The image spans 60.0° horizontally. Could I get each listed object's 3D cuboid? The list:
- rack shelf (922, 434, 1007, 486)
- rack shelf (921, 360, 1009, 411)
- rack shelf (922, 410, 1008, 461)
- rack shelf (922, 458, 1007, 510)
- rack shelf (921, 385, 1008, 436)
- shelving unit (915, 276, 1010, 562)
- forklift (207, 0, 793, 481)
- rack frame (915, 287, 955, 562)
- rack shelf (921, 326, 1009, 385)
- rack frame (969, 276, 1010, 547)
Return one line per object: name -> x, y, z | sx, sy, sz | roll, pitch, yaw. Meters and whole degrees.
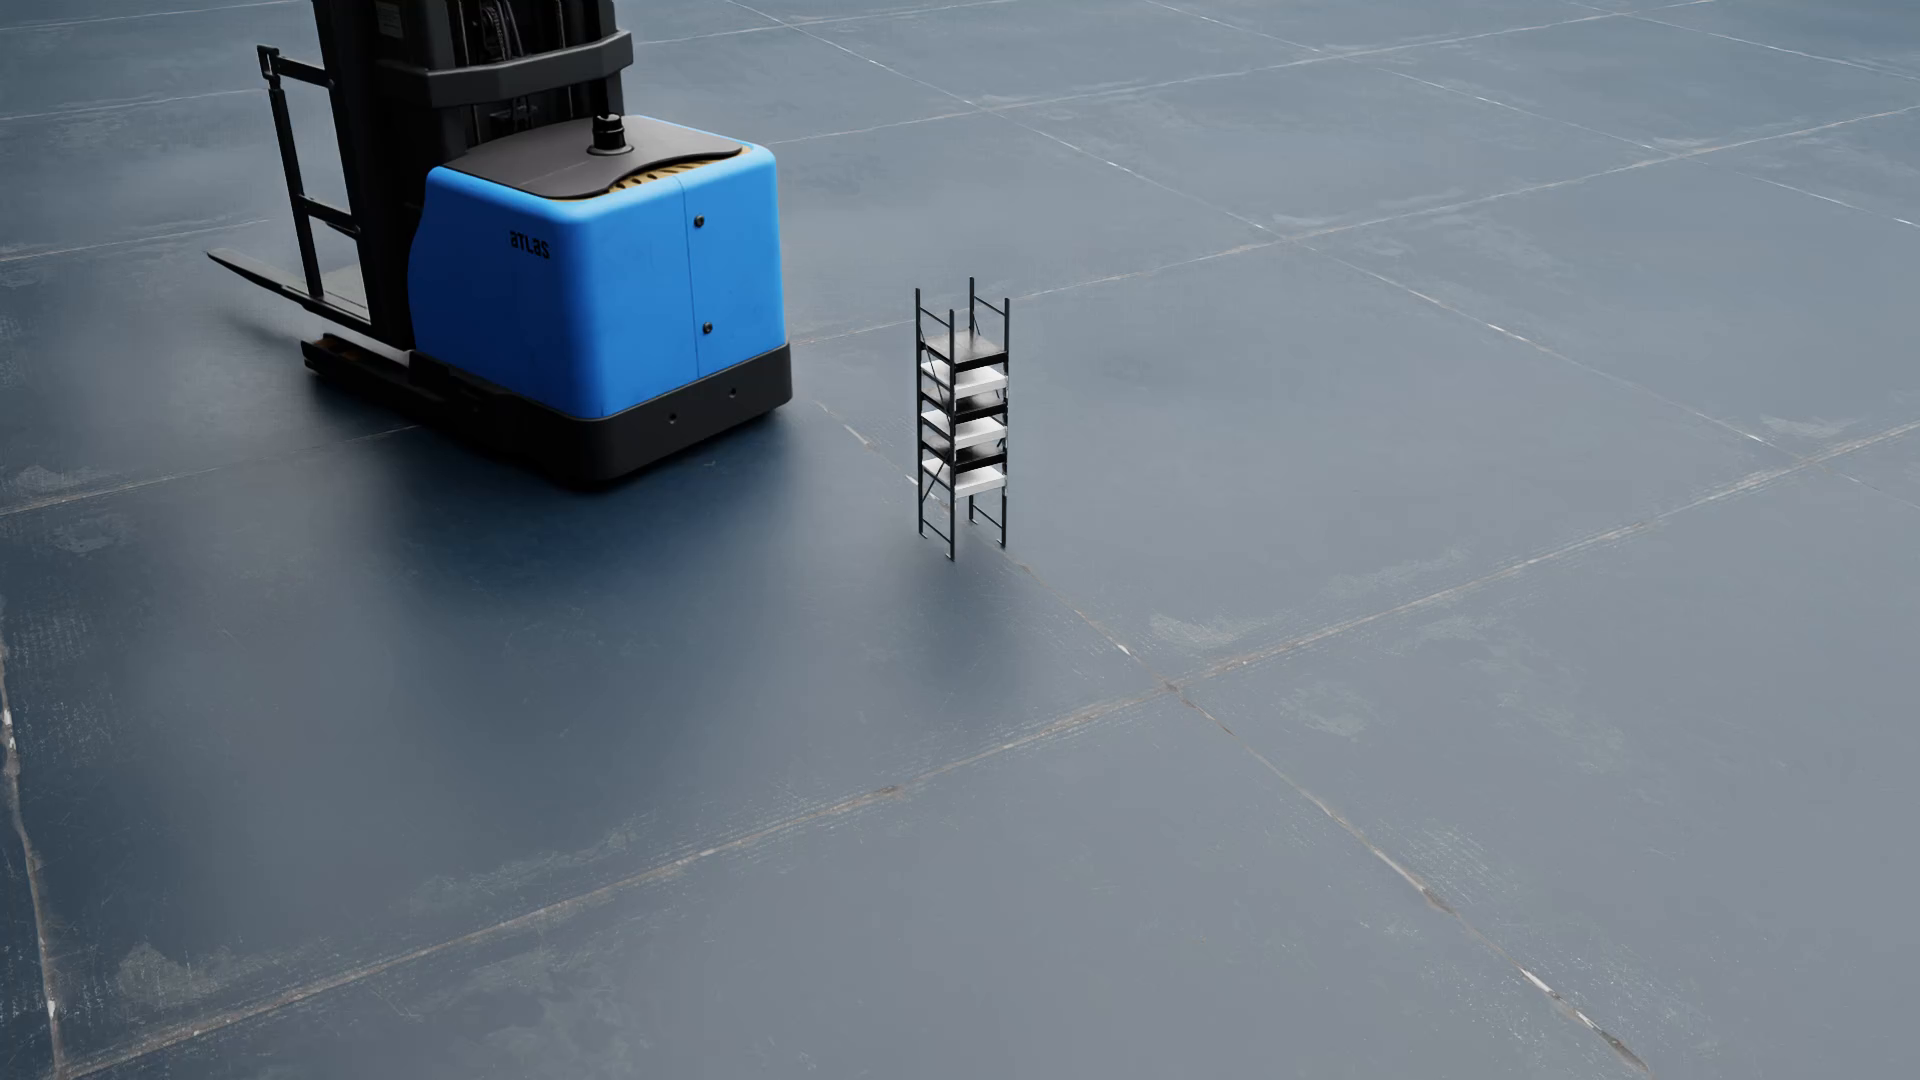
rack shelf -> 0.007, -0.288, 5.596 | 0.200, 0.077, 0.258 | -16, 33, -26
rack shelf -> 0.007, -0.524, 5.465 | 0.200, 0.077, 0.258 | -16, 33, -26
rack shelf -> 0.007, -0.367, 5.552 | 0.200, 0.077, 0.258 | -16, 33, -26
rack shelf -> 0.007, -0.209, 5.639 | 0.200, 0.077, 0.258 | -16, 33, -26
rack shelf -> 0.007, -0.446, 5.509 | 0.200, 0.077, 0.258 | -16, 33, -26
shelving unit -> 0.007, -0.396, 5.536 | 0.210, 0.900, 0.258 | -16, 33, -26
forklift -> -2.121, -2.075, 6.477 | 3.031, 2.935, 1.130 | 22, 36, 34
rack frame -> -0.081, -0.371, 5.491 | 0.006, 0.900, 0.240 | -16, 33, -26
rack shelf -> 0.007, -0.603, 5.422 | 0.200, 0.077, 0.258 | -16, 33, -26
rack frame -> 0.095, -0.421, 5.581 | 0.006, 0.900, 0.240 | -16, 33, -26
